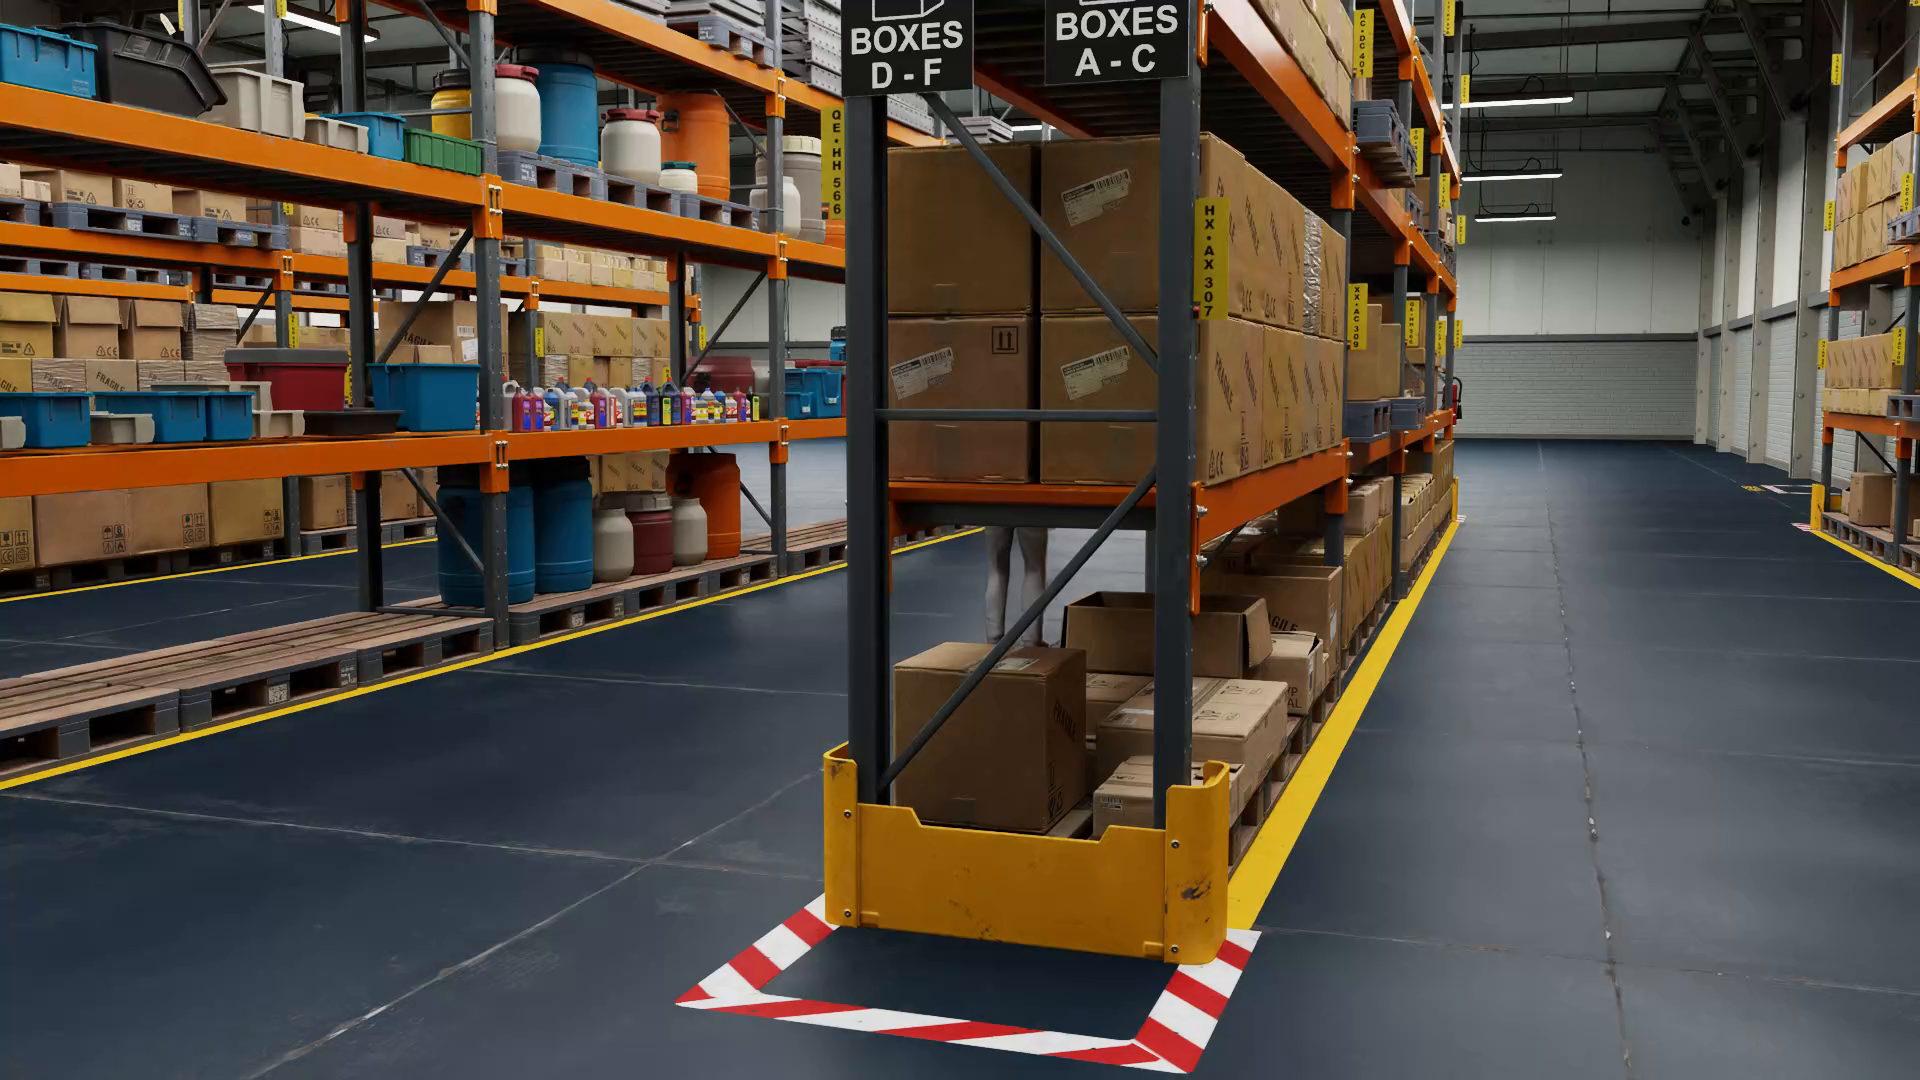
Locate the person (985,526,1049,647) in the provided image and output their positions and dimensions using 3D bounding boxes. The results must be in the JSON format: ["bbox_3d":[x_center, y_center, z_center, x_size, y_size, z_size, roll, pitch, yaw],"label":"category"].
[{"bbox_3d":[0.357,-0.177,10.034,0.435,1.692,0.519,2,6,18],"label":"person"}]
